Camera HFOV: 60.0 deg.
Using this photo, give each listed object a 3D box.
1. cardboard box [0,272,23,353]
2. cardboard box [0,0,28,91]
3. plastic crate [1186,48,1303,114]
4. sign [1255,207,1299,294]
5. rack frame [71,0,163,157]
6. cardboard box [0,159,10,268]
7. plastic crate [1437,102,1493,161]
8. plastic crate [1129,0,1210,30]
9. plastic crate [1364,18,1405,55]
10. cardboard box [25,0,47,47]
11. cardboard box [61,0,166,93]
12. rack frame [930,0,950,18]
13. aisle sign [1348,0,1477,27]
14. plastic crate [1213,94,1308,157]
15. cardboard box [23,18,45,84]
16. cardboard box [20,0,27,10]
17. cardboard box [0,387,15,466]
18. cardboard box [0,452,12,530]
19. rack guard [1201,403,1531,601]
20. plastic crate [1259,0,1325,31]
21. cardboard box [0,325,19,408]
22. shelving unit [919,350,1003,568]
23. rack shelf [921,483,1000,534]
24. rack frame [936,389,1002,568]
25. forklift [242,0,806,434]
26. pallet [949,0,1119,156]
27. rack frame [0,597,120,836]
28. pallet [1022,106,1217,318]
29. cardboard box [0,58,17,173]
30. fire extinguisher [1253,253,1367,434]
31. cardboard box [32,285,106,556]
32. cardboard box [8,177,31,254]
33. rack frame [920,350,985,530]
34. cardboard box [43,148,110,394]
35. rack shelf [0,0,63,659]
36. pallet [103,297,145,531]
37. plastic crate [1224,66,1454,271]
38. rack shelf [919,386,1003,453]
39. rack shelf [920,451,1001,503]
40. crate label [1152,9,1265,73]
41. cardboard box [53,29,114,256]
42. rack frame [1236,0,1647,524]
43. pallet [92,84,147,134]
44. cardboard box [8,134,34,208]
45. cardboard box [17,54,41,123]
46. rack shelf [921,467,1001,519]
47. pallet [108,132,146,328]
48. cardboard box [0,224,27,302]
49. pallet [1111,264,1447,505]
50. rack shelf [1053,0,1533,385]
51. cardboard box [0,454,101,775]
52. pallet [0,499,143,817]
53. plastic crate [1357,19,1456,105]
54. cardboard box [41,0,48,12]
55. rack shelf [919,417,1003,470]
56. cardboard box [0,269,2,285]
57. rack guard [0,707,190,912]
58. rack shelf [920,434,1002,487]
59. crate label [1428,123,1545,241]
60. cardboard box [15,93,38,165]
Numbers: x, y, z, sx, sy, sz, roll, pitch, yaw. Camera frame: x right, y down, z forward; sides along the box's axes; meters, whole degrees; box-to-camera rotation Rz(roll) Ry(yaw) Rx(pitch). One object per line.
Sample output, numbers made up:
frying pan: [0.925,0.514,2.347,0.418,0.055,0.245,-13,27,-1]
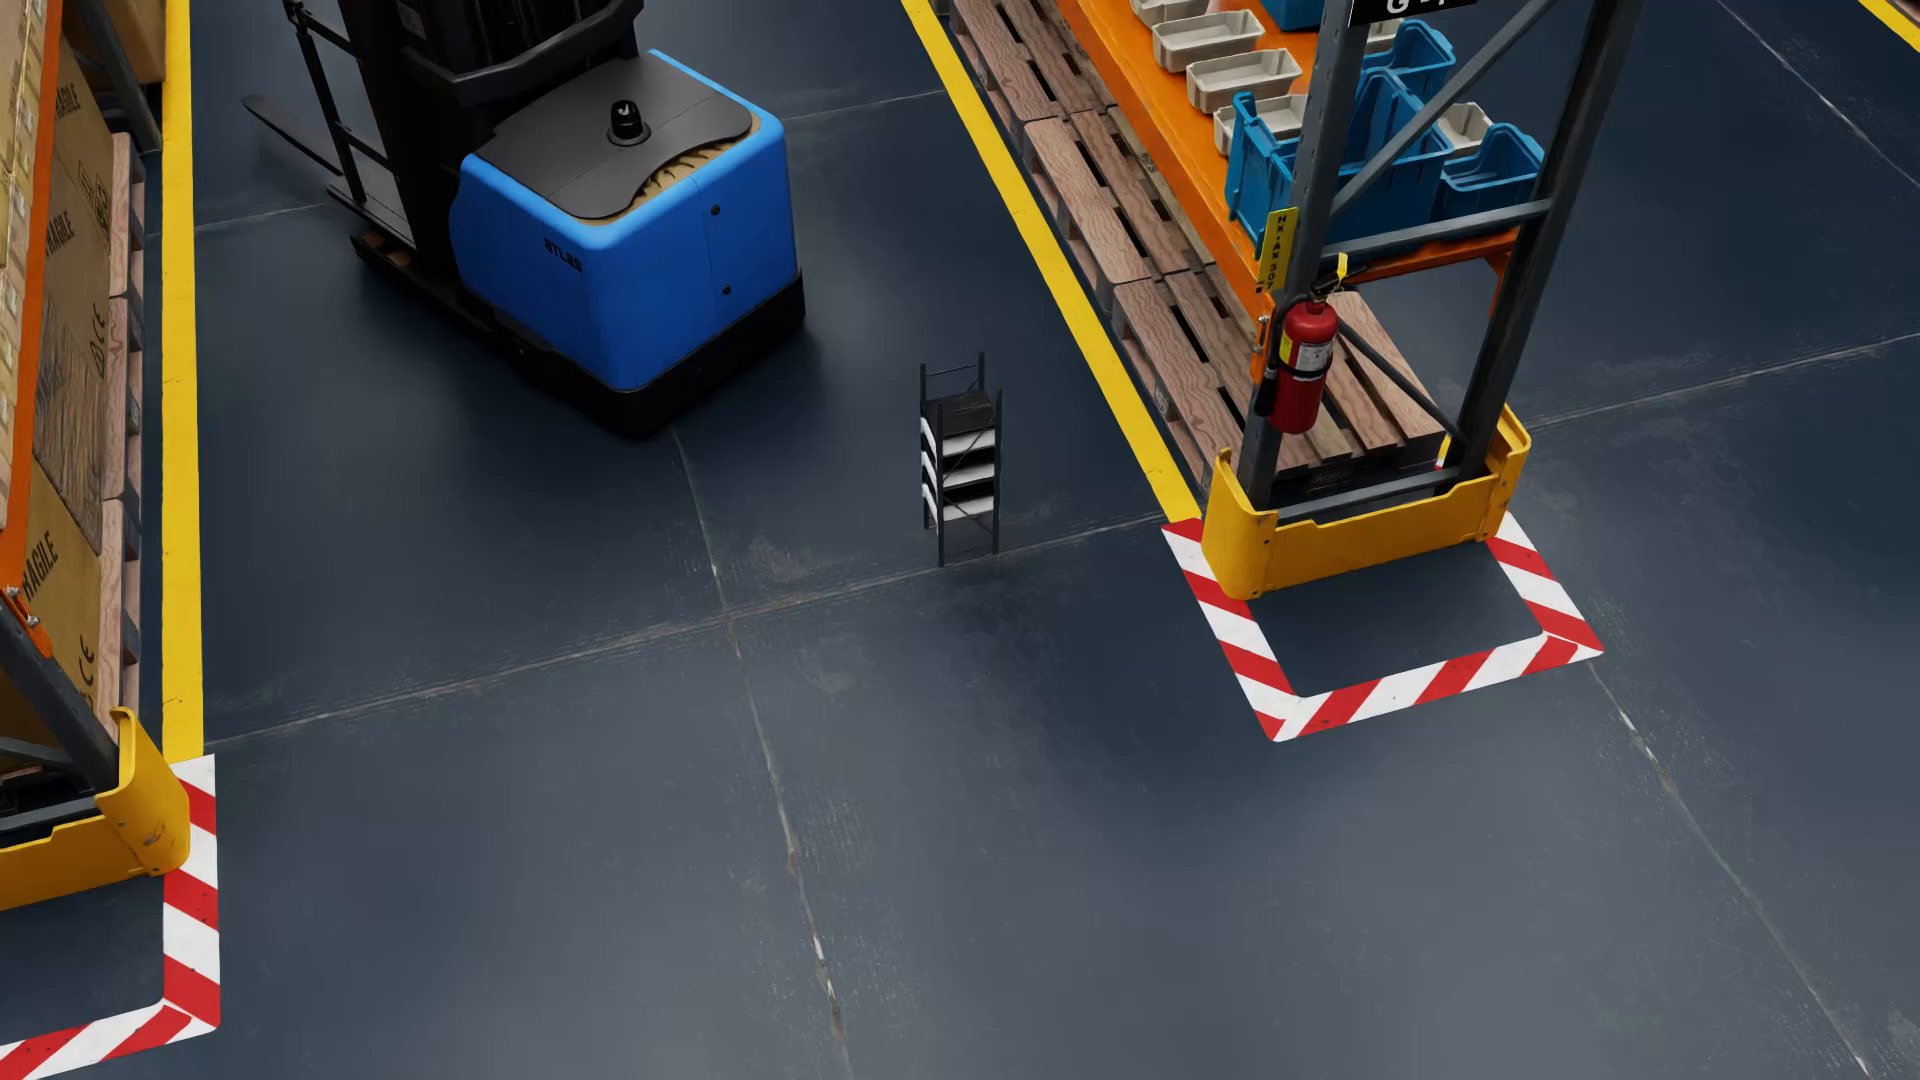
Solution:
cardboard box: [-3.235,-0.691,5.325,0.380,0.149,0.250,-14,51,-12]
cardboard box: [-3.709,-1.830,6.024,0.500,0.250,0.500,-12,51,-10]
plastic crate: [1.031,-1.698,6.142,0.396,0.136,0.243,-13,51,-11]
sign: [0.997,-0.910,5.238,0.100,0.325,0.005,-13,51,-11]
rack frame: [-4.397,-2.795,6.934,1.000,3.000,0.127,-13,51,-11]
cardboard box: [-3.403,-1.079,5.391,0.500,0.250,0.500,-15,51,-12]
plastic crate: [1.743,-1.436,5.921,0.250,0.136,0.298,-13,51,-11]
plastic crate: [0.820,-2.108,6.488,0.298,0.136,0.250,-13,51,-11]
plastic crate: [1.542,-1.931,6.339,0.250,0.136,0.298,-13,51,-11]
cardboard box: [-3.766,-2.002,6.430,0.380,0.149,0.250,-12,51,-10]
cardboard box: [-4.605,-2.709,7.976,1.225,0.875,0.875,-13,51,-11]
rack frame: [0.334,-3.915,7.878,1.000,3.000,0.127,-13,51,-11]
aisle sign: [1.259,-1.713,4.321,0.394,0.787,0.004,-13,51,-11]
plastic crate: [1.103,-1.483,5.961,0.396,0.136,0.243,-13,51,-11]
cardboard box: [-3.689,-1.814,6.271,0.380,0.149,0.250,-12,51,-10]
cardboard box: [-3.860,-2.202,6.338,0.500,0.250,0.500,-12,51,-10]
cardboard box: [-3.081,-0.314,5.007,0.380,0.149,0.250,-14,51,-12]
cardboard box: [-3.004,-0.127,4.849,0.380,0.149,0.250,-13,51,-11]
rack guard: [1.537,-0.173,6.359,1.175,0.500,0.348,-13,51,-11]
plastic crate: [1.369,-2.175,6.482,0.416,0.233,0.300,-13,51,-11]
cardboard box: [-3.157,-0.501,5.164,0.380,0.149,0.250,-14,51,-12]
shelving unit: [0.002,-0.284,6.191,0.258,0.900,0.210,-13,51,-11]
rack shelf: [0.002,-0.147,6.354,0.258,0.077,0.200,-13,51,-11]
rack frame: [0.032,-0.210,6.128,0.240,0.900,0.006,-13,51,-11]
forklift: [-2.118,-2.362,6.614,3.031,2.935,1.130,34,58,25]
pallet: [0.589,-2.488,8.499,1.003,0.211,1.213,-13,51,-11]
rack frame: [-3.214,0.126,4.471,1.000,3.000,0.127,-13,51,-11]
pallet: [0.953,-1.595,7.747,1.003,0.211,1.213,-13,51,-11]
cardboard box: [-3.563,-1.459,5.711,0.500,0.250,0.500,-14,51,-12]
fire extinguisher: [1.128,-0.636,5.408,0.296,0.674,0.183,-13,51,-11]
cardboard box: [-3.749,-0.438,6.062,0.875,0.875,0.875,-13,51,-11]
cardboard box: [-3.386,-1.065,5.640,0.380,0.149,0.250,-14,51,-11]
rack frame: [-0.028,-0.358,6.253,0.240,0.900,0.006,-13,51,-11]
cardboard box: [-4.012,-1.088,6.610,0.875,0.875,0.875,-13,51,-11]
rack shelf: [-3.806,-1.103,5.978,1.077,0.370,4.000,-13,51,-11]
pallet: [-3.883,-0.431,6.765,1.003,0.211,1.213,-13,51,-11]
plastic crate: [1.240,-1.227,5.550,0.616,0.435,0.499,-13,51,-11]
rack shelf: [0.002,-0.437,6.010,0.258,0.077,0.200,-13,51,-11]
rack shelf: [0.002,-0.263,6.216,0.258,0.077,0.200,-13,51,-11]
crate label: [0.926,-1.896,6.309,0.396,0.136,0.243,-13,51,-11]
cardboard box: [-4.278,-1.746,7.164,0.875,0.875,0.875,-13,51,-11]
rack frame: [1.517,-0.994,5.415,1.000,3.000,0.127,-13,51,-11]
pallet: [-4.697,-2.443,8.461,1.003,0.211,1.213,-13,51,-11]
cardboard box: [-3.460,-1.250,5.796,0.380,0.149,0.250,-14,51,-12]
cardboard box: [-3.614,-1.627,6.114,0.380,0.149,0.250,-14,51,-12]
rack shelf: [0.002,-0.205,6.285,0.258,0.077,0.200,-13,51,-11]
pallet: [-4.247,-1.323,7.517,1.003,0.211,1.213,-13,51,-11]
cardboard box: [-3.310,-0.877,5.481,0.380,0.149,0.250,-14,51,-12]
pallet: [1.310,-0.706,6.997,1.003,0.211,1.213,-13,51,-11]
rack shelf: [0.926,-2.223,6.922,1.077,0.370,4.000,-13,51,-11]
cardboard box: [-3.480,0.226,5.502,0.875,0.875,0.875,-13,51,-11]
pallet: [-3.525,0.459,6.015,1.003,0.211,1.213,-13,51,-11]
plastic crate: [1.564,-1.695,6.077,0.416,0.233,0.300,-13,51,-11]
cardboard box: [-3.842,-2.190,6.588,0.380,0.149,0.250,-14,51,-12]
rack shelf: [0.002,-0.379,6.078,0.258,0.077,0.200,-13,51,-11]
cardboard box: [-3.258,-0.711,5.081,0.500,0.250,0.500,-14,51,-11]
rack guard: [-3.207,0.949,5.412,1.175,0.500,0.348,-13,51,-11]
rack shelf: [0.002,-0.321,6.147,0.258,0.077,0.200,-13,51,-11]
crate label: [1.759,-1.214,5.671,0.416,0.233,0.303,-13,51,-11]
cardboard box: [-3.539,-1.441,5.957,0.380,0.149,0.250,-13,51,-10]
